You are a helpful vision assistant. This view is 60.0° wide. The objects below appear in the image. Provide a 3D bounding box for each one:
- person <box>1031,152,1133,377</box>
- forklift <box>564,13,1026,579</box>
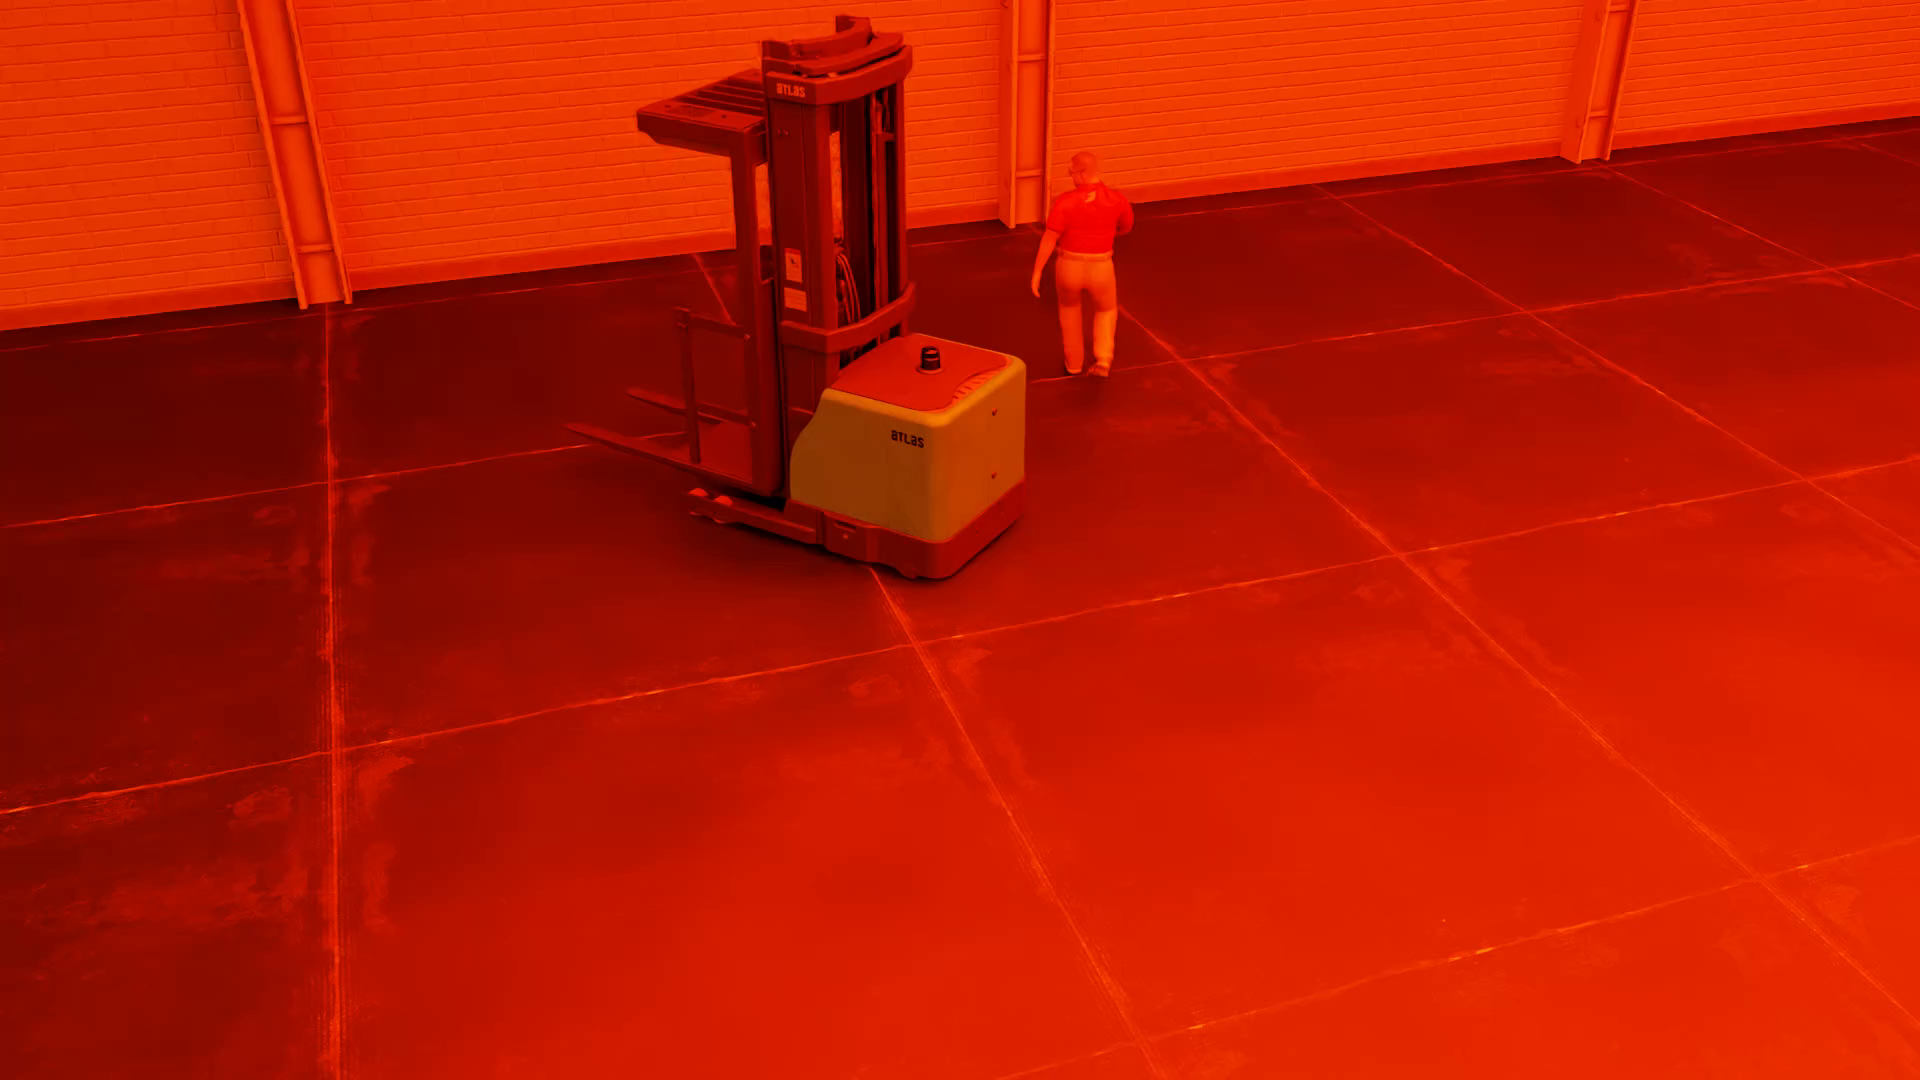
[{"bbox_3d":[0.853,-1.921,11.703,0.699,1.673,0.634,2,30,3],"label":"person"},{"bbox_3d":[-1.126,-1.578,9.829,3.031,2.935,1.130,17,34,26],"label":"forklift"}]
